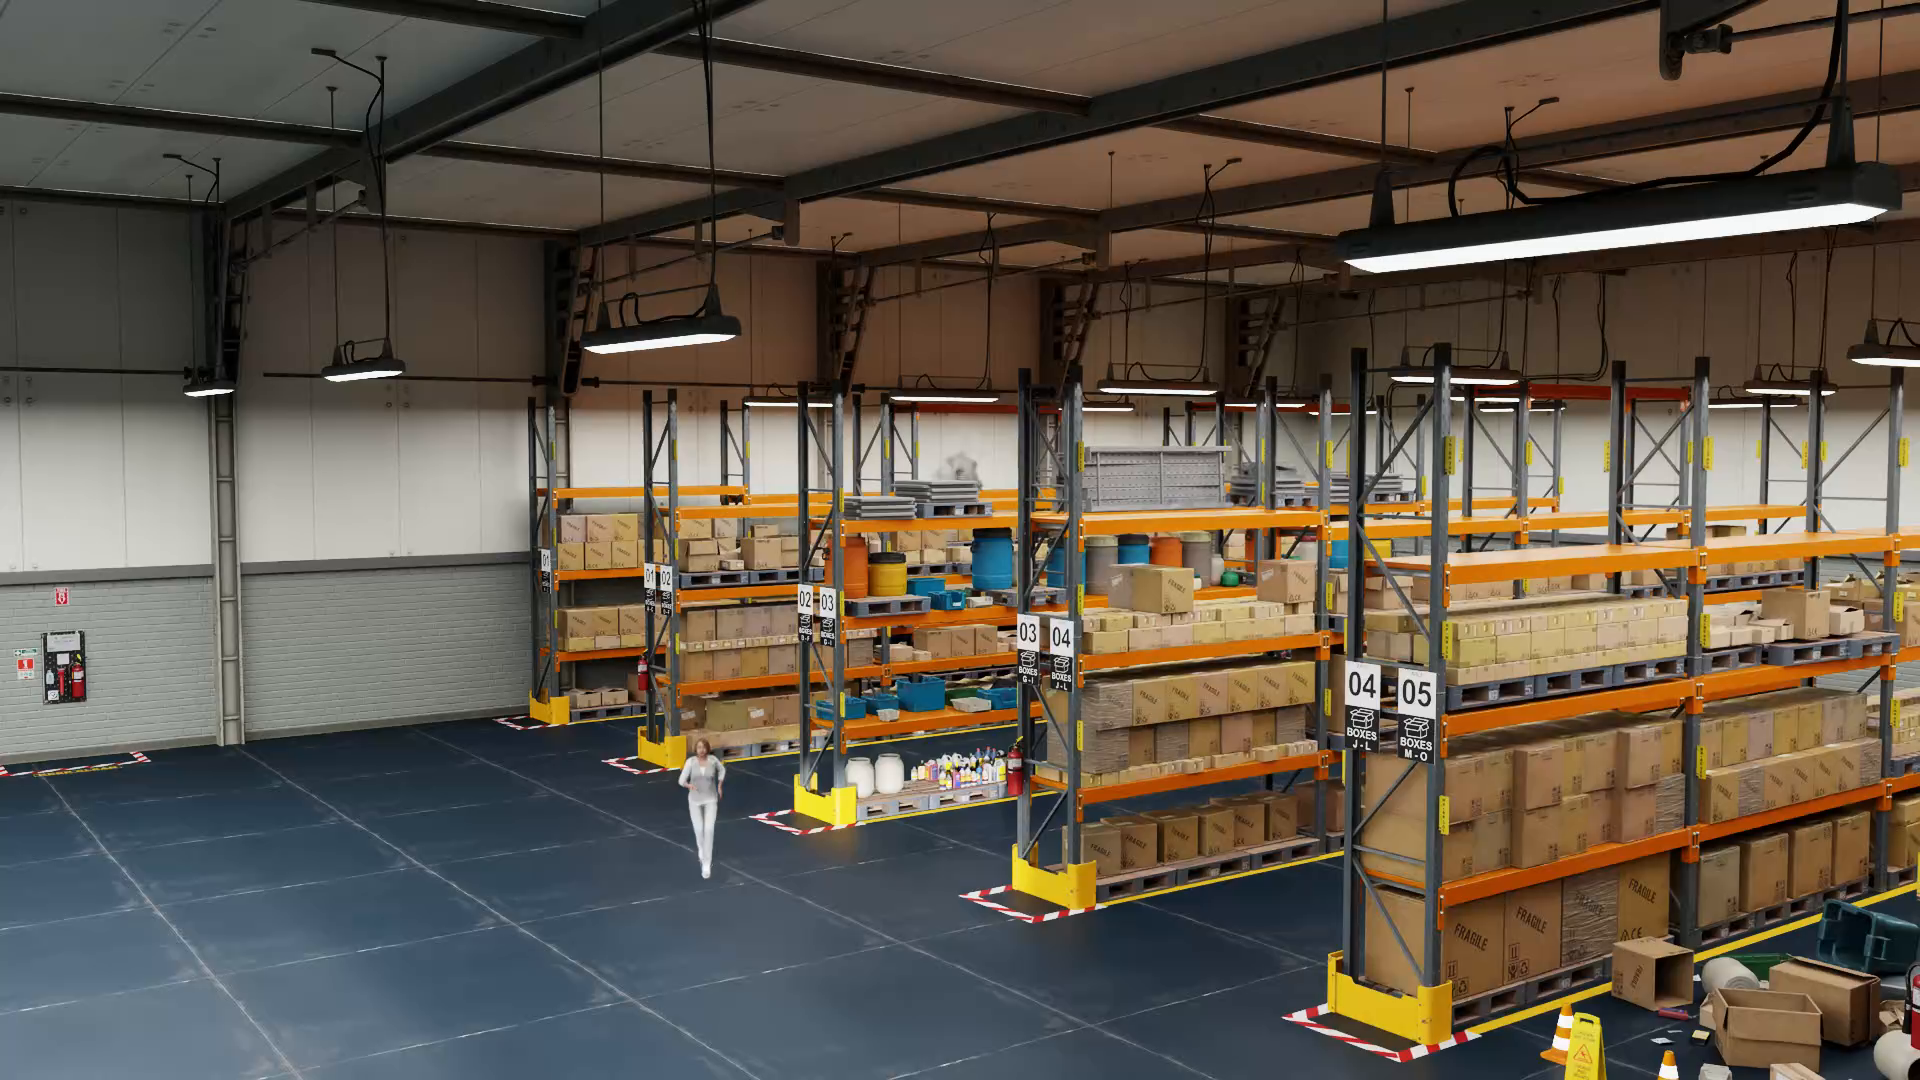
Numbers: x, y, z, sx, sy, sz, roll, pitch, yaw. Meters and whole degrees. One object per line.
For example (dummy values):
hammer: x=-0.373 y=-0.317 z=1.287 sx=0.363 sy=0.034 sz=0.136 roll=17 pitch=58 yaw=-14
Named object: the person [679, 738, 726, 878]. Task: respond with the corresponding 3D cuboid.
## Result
person: x=-3.097 y=3.175 z=19.971 sx=0.542 sy=1.581 sz=0.870 roll=0 pitch=3 yaw=-4
